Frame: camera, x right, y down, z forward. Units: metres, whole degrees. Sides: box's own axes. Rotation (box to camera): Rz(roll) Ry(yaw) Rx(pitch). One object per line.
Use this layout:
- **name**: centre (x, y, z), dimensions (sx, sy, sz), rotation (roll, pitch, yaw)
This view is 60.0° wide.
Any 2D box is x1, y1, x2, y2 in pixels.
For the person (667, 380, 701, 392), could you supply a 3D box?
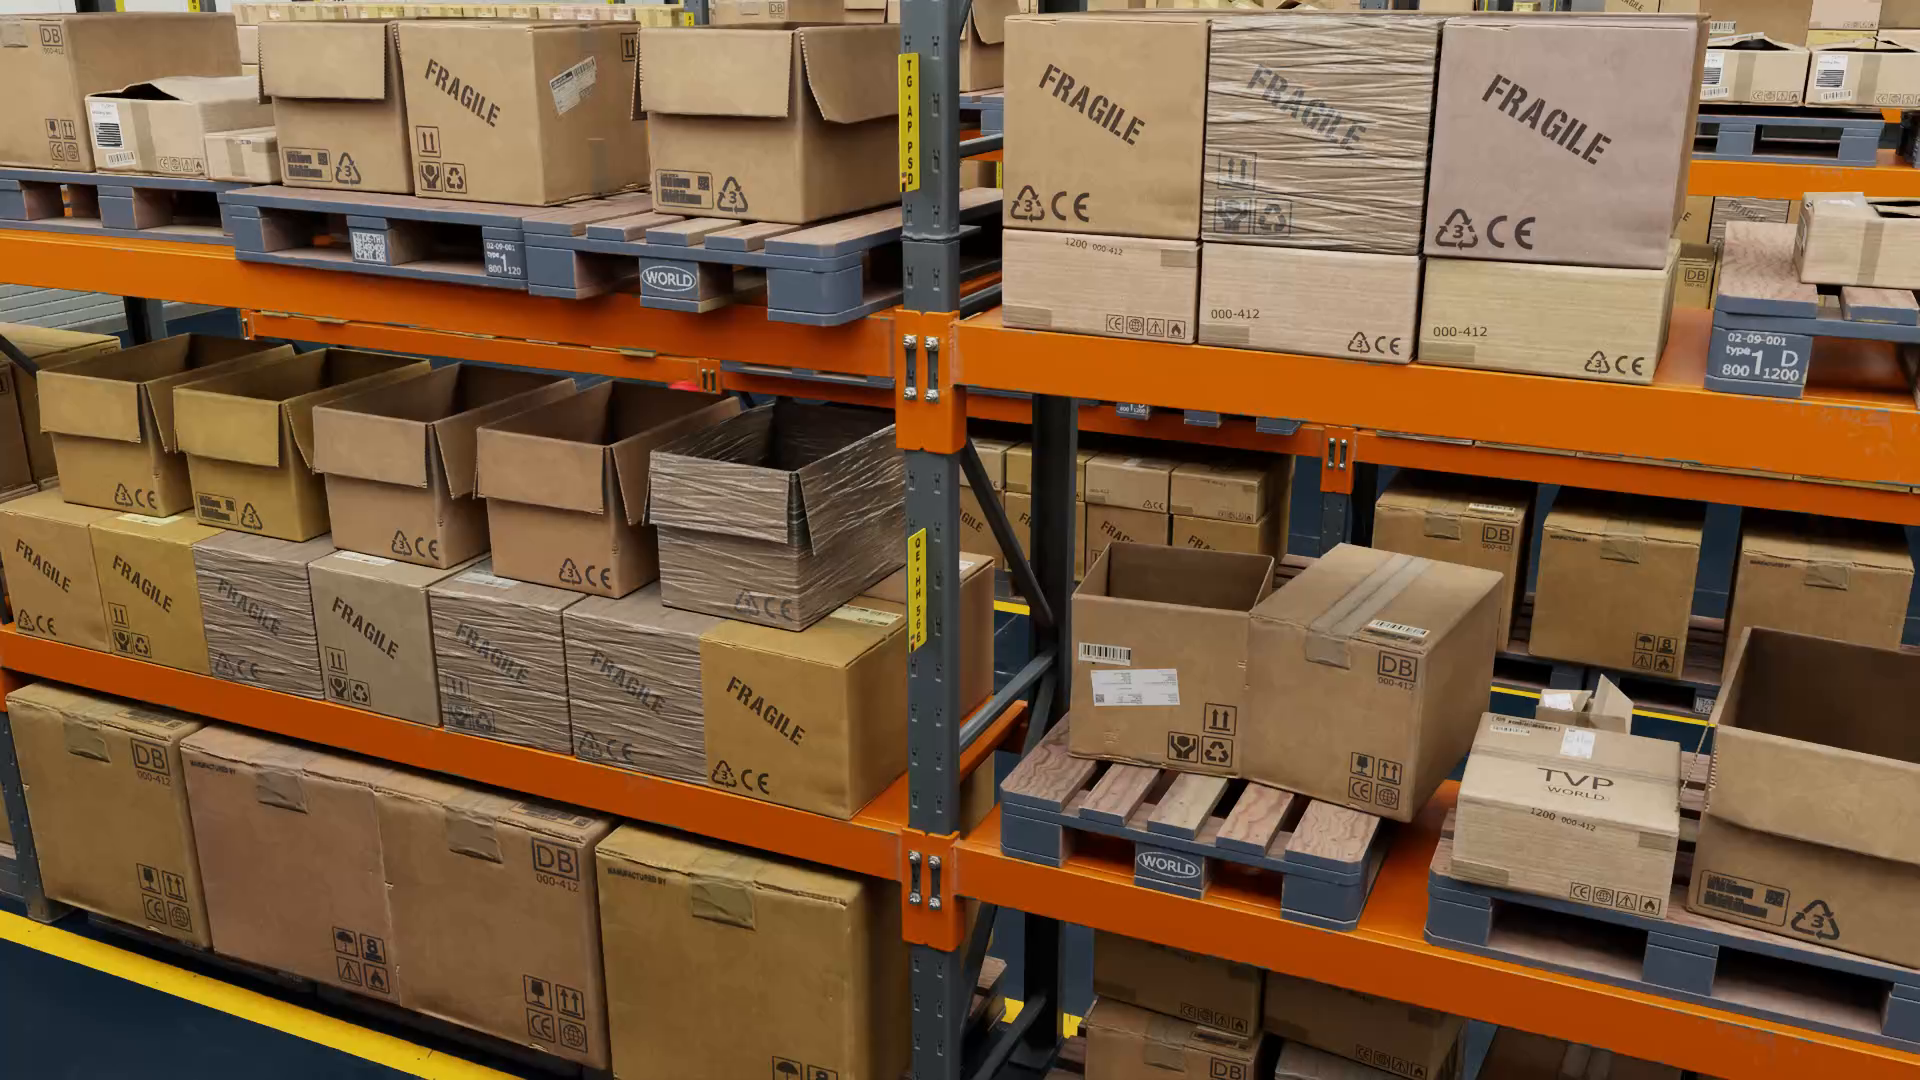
- **person**: centre (-1.308, -0.059, 8.989), dimensions (0.625, 1.604, 0.572), rotation (9, 21, 24)
